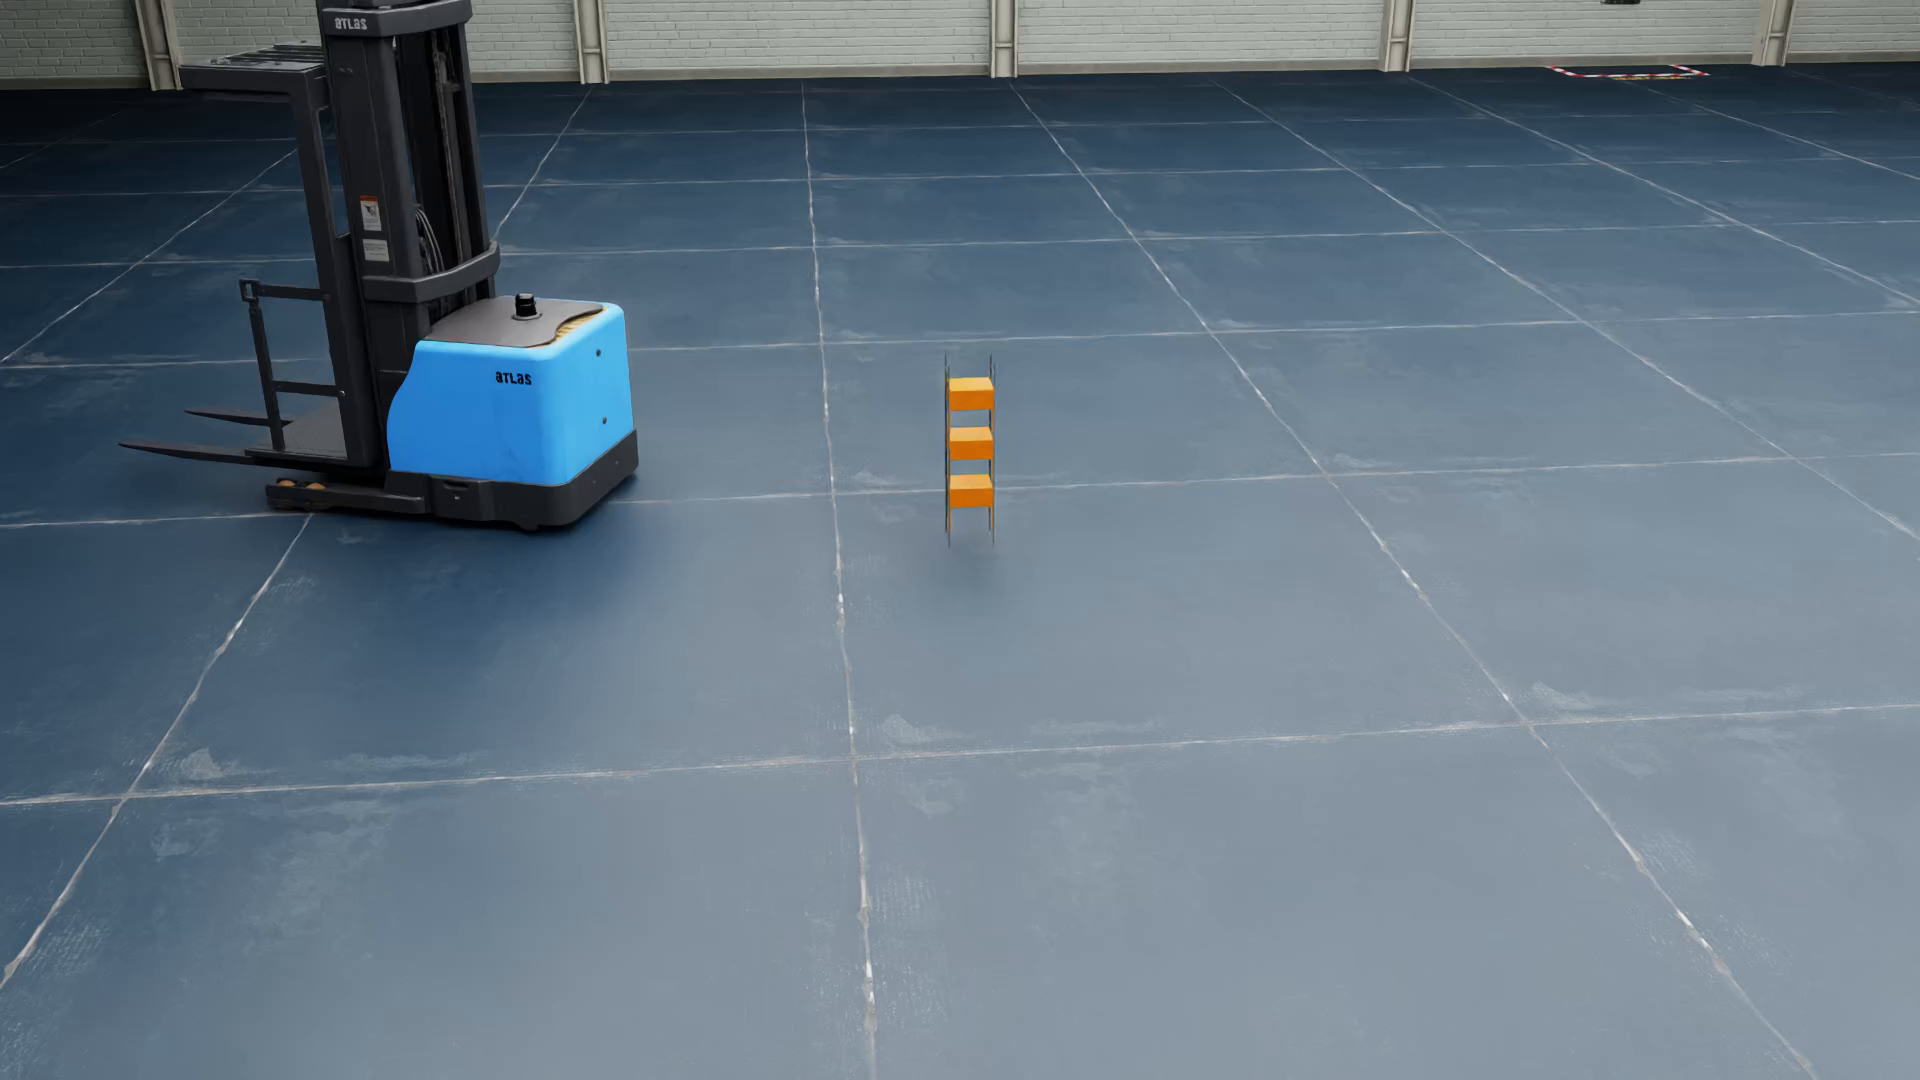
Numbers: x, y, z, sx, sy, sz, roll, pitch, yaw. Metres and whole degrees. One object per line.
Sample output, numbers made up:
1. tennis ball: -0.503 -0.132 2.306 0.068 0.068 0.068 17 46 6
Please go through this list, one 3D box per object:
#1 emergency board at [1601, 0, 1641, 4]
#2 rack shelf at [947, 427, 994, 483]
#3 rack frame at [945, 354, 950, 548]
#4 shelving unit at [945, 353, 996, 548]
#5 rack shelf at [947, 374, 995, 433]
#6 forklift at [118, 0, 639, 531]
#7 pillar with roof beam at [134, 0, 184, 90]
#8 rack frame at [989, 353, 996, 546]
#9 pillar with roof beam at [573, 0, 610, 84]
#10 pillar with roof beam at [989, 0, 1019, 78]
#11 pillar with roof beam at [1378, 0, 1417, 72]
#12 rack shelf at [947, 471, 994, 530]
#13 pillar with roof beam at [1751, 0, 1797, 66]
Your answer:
1. emergency board: 10.112 -8.706 25.143 0.626 1.169 0.157 -2 24 -5
2. rack shelf: 0.053 -0.472 9.046 0.240 0.259 0.215 -2 24 -5
3. rack frame: -0.068 -0.477 9.031 0.008 1.050 0.200 -2 24 -5
4. shelving unit: 0.053 -0.482 9.042 0.252 1.050 0.215 -2 24 -5
5. rack shelf: 0.053 -0.732 8.931 0.240 0.259 0.215 -2 24 -5
6. forklift: -3.522 -1.698 9.461 3.031 2.935 1.130 6 25 13
7. pillar with roof beam: -10.875 -8.825 18.026 0.400 9.000 9.100 -2 24 -5
8. rack frame: 0.175 -0.487 9.053 0.008 1.050 0.200 -2 24 -5
9. pillar with roof beam: -4.904 -9.065 18.565 0.400 9.000 9.100 -2 24 -5
10. pillar with roof beam: 1.067 -9.304 19.103 0.400 9.000 9.100 -2 24 -5
11. pillar with roof beam: 7.038 -9.544 19.642 0.400 9.000 9.100 -2 24 -5
12. rack shelf: 0.053 -0.218 9.159 0.240 0.259 0.215 -2 24 -5
13. pillar with roof beam: 13.009 -9.783 20.181 0.400 9.000 9.100 -2 24 -5
